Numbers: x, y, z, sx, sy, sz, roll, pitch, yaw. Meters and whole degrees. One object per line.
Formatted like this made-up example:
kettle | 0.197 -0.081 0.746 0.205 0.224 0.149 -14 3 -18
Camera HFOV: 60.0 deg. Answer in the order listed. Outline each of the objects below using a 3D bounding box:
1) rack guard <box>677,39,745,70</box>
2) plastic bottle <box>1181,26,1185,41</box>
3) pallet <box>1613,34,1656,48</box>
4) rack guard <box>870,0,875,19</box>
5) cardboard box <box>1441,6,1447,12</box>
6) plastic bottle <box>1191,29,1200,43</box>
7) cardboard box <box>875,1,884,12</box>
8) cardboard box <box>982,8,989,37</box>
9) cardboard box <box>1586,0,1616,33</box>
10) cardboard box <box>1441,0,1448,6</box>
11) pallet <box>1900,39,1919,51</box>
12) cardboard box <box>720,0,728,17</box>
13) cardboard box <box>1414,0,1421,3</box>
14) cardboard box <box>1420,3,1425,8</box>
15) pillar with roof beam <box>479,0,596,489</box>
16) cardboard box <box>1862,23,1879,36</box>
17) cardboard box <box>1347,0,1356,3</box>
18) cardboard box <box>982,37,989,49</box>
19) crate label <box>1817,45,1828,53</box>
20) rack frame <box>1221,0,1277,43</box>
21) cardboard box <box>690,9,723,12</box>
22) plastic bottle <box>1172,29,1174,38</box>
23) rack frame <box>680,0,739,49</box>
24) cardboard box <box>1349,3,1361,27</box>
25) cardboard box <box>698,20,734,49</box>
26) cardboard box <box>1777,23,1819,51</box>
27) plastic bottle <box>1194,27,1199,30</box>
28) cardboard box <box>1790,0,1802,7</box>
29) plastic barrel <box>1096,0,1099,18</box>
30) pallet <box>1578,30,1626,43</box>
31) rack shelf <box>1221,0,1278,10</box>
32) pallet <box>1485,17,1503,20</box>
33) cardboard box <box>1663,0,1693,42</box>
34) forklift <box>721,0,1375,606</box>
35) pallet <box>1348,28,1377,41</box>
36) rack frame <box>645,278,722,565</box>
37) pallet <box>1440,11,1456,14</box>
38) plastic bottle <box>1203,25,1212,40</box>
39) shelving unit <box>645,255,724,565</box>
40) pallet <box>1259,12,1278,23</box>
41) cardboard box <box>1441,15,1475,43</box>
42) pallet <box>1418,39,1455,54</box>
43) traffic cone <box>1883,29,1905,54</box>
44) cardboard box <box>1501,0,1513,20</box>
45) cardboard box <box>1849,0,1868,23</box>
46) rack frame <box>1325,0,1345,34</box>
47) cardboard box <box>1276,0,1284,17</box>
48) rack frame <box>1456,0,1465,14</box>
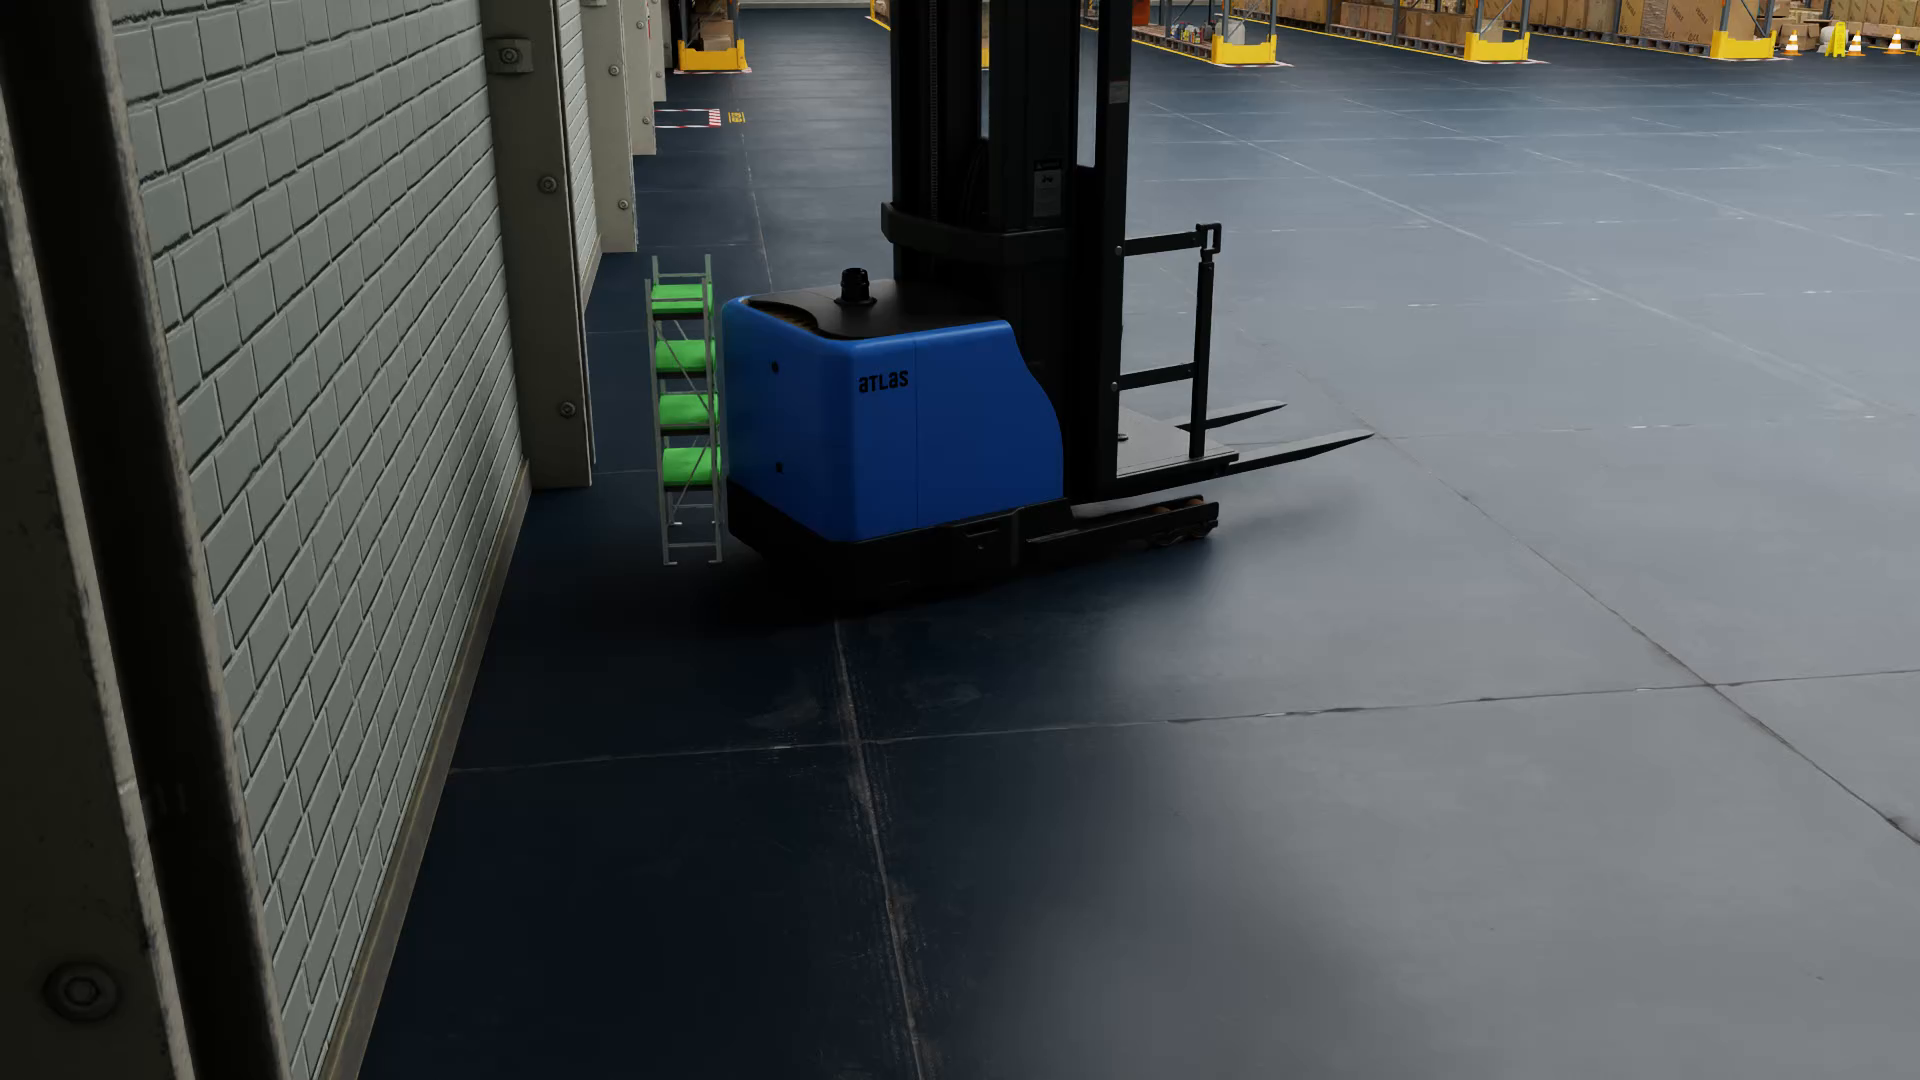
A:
rack guard | -4.450 -8.689 29.765 1.175 0.500 0.348 -3 21 -8
plastic bottle | 4.503 -10.226 33.563 0.061 0.283 0.133 -2 21 -5
pallet | 14.644 -10.609 35.320 1.003 0.211 1.213 -3 21 -8
rack guard | -1.833 -14.427 45.128 1.175 0.500 0.348 -3 21 -8
cardboard box | 13.008 -14.115 44.195 0.380 0.149 0.250 -4 21 -10
plastic bottle | 4.657 -9.966 32.875 0.152 0.276 0.135 -3 21 -7
cardboard box | -1.974 -14.166 44.160 0.500 0.250 0.500 -3 21 -8
cardboard box | 0.531 -9.714 31.196 0.500 0.500 0.500 -3 21 -8
cardboard box | 14.433 -11.536 36.431 1.050 0.750 0.750 -3 21 -8
cardboard box | 12.991 -14.231 44.081 0.380 0.149 0.250 -4 21 -10
pallet | 19.979 -10.086 33.918 1.003 0.211 1.213 -3 21 -8
cardboard box | -5.569 -12.054 37.675 0.750 0.750 0.750 -3 21 -8
cardboard box | 12.739 -14.872 45.796 0.380 0.149 0.250 -2 21 -6
cardboard box | 12.861 -14.652 45.632 0.380 0.149 0.250 -3 21 -8
pillar with roof beam | 2.324 -4.750 7.072 9.100 9.000 0.400 -3 21 -8
cardboard box | 19.481 -10.790 35.149 0.500 0.250 0.500 -3 21 -8
cardboard box | 9.239 -12.509 38.292 0.500 0.250 0.500 -2 21 -6
cardboard box | 0.605 -9.190 30.864 0.500 0.250 0.500 -3 21 -8
crate label | 17.509 -9.921 33.582 0.250 0.136 0.298 -15 25 -35
rack frame | 5.364 -10.333 30.595 1.000 3.000 0.127 -3 21 -8
cardboard box | -5.378 -11.037 35.423 0.700 0.500 0.500 -3 21 -8
plastic bottle | 4.415 -10.445 34.267 0.097 0.201 0.097 0 20 0
rack frame | -4.439 -9.833 29.257 1.000 3.000 0.127 -3 21 -8
cardboard box | 9.321 -11.965 37.909 0.700 0.500 0.500 -5 21 -12
cardboard box | -4.588 -9.566 31.486 0.700 0.500 0.500 -4 21 -11
cardboard box | 17.314 -10.394 34.325 0.637 0.503 0.797 17 27 39
plastic bottle | 4.725 -10.151 33.372 0.152 0.276 0.135 -3 21 -8
cardboard box | 22.831 -14.707 45.612 0.396 0.266 0.258 -2 21 -6
plastic barrel | 3.696 -13.512 41.506 0.600 0.901 0.708 -3 21 -8
pallet | 14.426 -11.140 36.741 1.003 0.211 1.213 -3 21 -8
rack shelf | 5.076 -10.688 32.575 1.077 0.370 4.000 -3 21 -8
pallet | 13.751 -12.954 41.597 1.003 0.211 1.213 -3 21 -8
cardboard box | 14.896 -10.535 33.573 0.875 0.875 0.875 -3 21 -9
forklift | 0.529 -1.490 7.017 3.031 2.935 1.130 -13 24 -30
pallet | 9.396 -11.354 37.314 1.003 0.211 1.213 -3 21 -8
rack frame | -1.116 -0.464 6.743 0.240 1.200 0.015 -2 21 -6
pallet | 13.327 -13.877 44.069 1.003 0.211 1.213 -3 21 -8
plastic bottle | 5.051 -10.357 33.923 0.152 0.276 0.135 -3 21 -8
shelving unit | -1.144 -0.549 6.970 0.258 1.200 0.503 -2 21 -6
pallet | 8.504 -13.698 43.591 1.003 0.211 1.213 -3 21 -8
cardboard box | 10.001 -10.249 33.341 0.500 0.500 0.500 -1 21 -3
pallet | 10.000 -10.007 33.708 1.003 0.211 1.213 -3 21 -8
traffic cone | 18.734 -9.978 33.270 0.336 0.463 0.334 -3 21 -8
cardboard box | 13.610 -12.988 40.676 0.500 0.500 0.500 -2 21 -6
cardboard box | 19.402 -11.325 35.508 0.500 0.500 0.500 -2 21 -6
rack frame | 9.112 -13.353 38.680 1.000 3.000 0.127 -3 21 -8
cardboard box | 8.648 -13.718 42.095 1.225 0.875 0.875 -3 21 -8
rack frame | 13.458 -14.953 42.964 1.000 3.000 0.127 -3 21 -8
